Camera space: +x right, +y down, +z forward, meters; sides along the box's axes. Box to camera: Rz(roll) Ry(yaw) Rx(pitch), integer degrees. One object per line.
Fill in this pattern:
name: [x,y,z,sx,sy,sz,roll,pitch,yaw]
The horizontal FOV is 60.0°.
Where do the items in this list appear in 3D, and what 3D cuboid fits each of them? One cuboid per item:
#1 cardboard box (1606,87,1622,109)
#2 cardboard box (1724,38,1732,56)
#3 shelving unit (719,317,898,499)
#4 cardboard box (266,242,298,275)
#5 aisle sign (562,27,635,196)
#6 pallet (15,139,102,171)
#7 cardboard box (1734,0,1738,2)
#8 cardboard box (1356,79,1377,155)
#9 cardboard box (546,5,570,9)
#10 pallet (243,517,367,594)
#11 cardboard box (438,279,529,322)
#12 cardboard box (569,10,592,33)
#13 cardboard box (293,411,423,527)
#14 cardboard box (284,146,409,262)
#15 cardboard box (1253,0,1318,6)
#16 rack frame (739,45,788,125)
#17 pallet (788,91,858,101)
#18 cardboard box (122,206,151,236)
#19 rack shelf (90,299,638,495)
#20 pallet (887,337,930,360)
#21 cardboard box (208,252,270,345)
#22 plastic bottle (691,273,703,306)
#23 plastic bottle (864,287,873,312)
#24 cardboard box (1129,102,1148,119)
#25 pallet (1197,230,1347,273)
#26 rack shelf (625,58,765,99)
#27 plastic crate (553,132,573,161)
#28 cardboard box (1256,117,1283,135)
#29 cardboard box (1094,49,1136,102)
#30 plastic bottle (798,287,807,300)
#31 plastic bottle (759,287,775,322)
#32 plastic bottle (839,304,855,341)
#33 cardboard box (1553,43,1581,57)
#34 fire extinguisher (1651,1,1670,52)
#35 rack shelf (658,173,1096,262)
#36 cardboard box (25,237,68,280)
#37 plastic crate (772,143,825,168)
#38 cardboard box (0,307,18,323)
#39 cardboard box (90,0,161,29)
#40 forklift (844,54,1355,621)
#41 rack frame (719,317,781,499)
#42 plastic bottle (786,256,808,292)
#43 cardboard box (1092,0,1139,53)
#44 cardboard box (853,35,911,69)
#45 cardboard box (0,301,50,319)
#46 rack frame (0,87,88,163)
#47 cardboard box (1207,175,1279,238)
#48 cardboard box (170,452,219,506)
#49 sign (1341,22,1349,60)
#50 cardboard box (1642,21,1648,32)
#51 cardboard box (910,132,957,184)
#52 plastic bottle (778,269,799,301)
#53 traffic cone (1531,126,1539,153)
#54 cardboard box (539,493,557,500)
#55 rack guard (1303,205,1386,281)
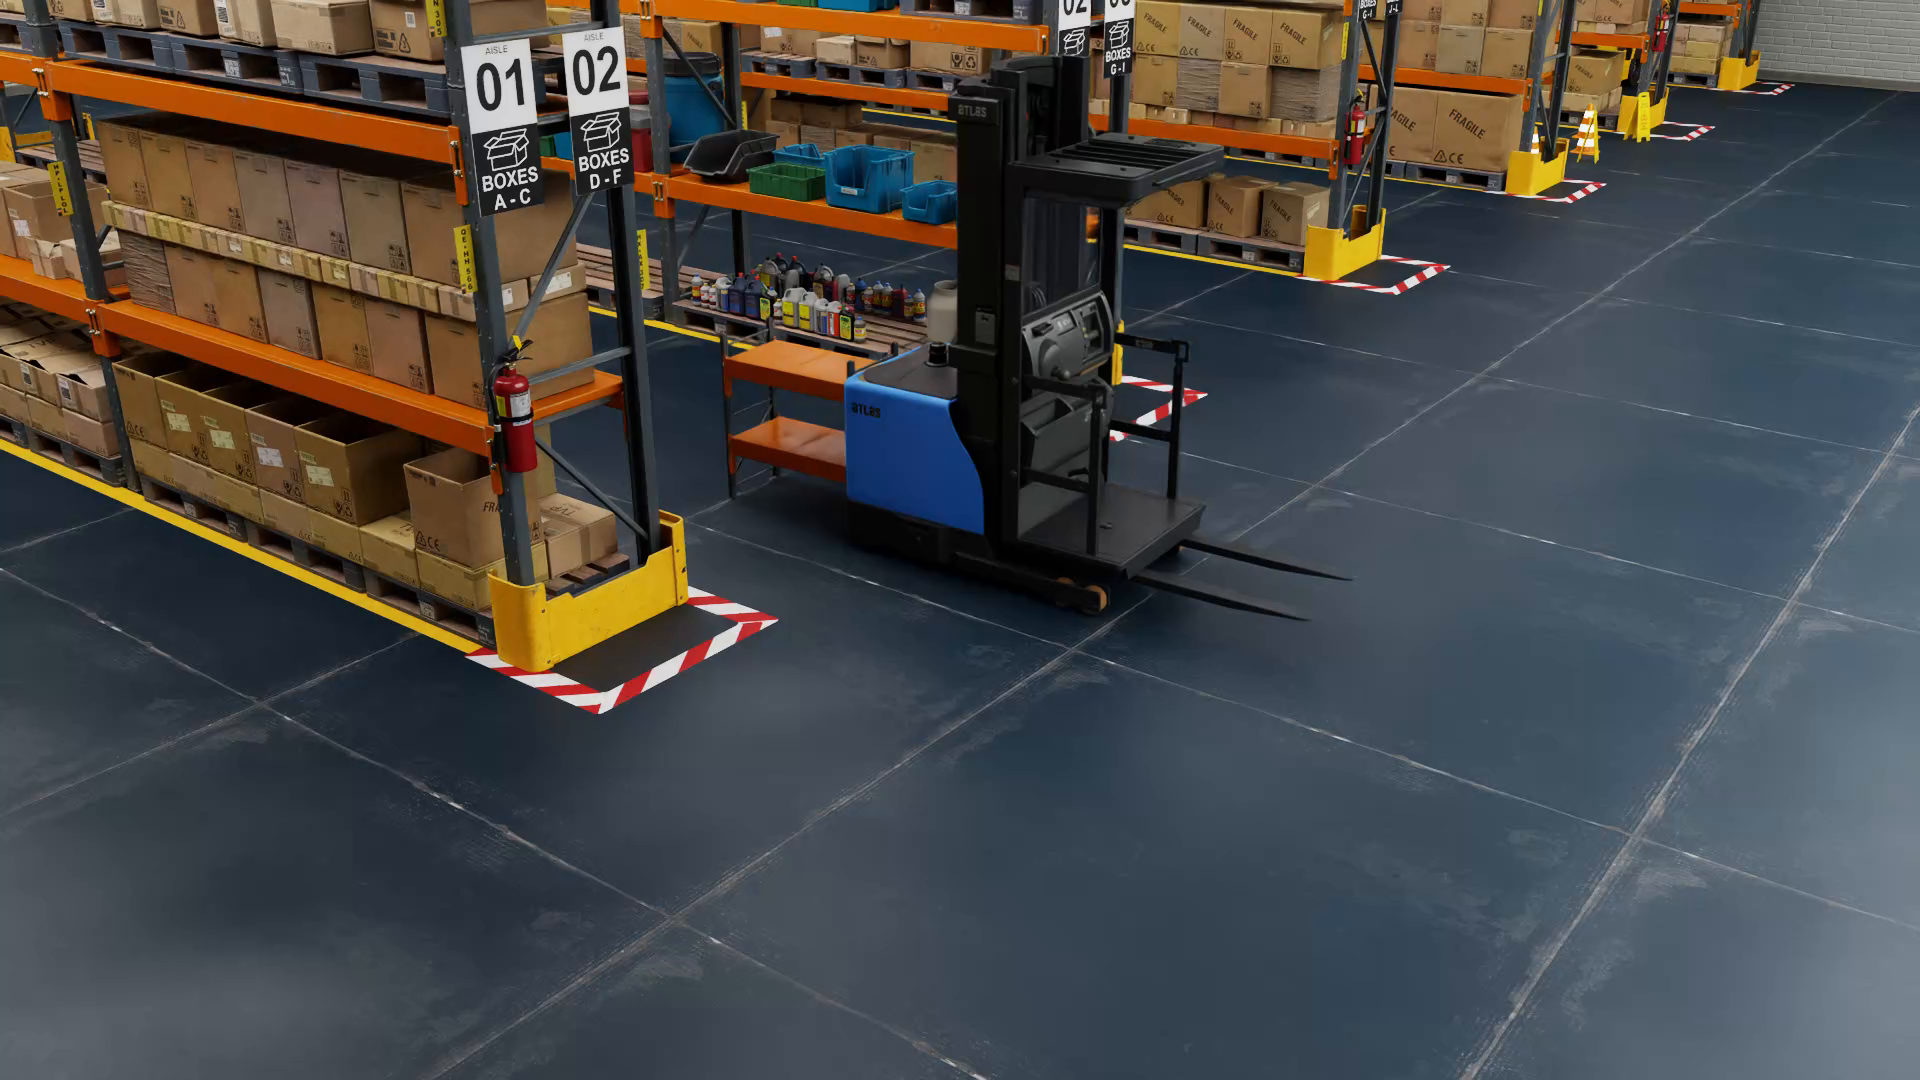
cardboard box: [9.352,-6.504,24.358,0.500,0.250,0.500,17,29,33]
cardboard box: [12.554,-8.231,27.659,0.500,0.250,0.500,17,29,34]
shelving unit: [-0.962,-0.762,10.763,1.048,1.125,0.538,15,28,30]
cardboard box: [-3.718,-1.641,9.504,0.250,0.149,0.380,16,29,33]
aisle sign: [-1.820,-2.165,8.399,0.004,0.787,0.394,17,29,33]
pallet: [-11.249,-4.871,21.222,1.213,0.211,1.003,17,29,33]
cardboard box: [12.576,-9.143,27.335,0.500,0.500,0.500,18,29,35]
cardboard box: [4.928,-5.460,21.214,0.875,0.875,0.875,17,29,34]
cardboard box: [-5.198,-7.343,22.006,0.637,0.503,0.797,16,28,32]
pallet: [-3.665,-0.083,10.356,1.213,0.211,1.003,17,29,33]
cardboard box: [-2.476,-1.266,8.654,0.250,0.149,0.380,16,29,32]
cardboard box: [-4.693,-6.601,21.567,0.500,0.500,0.500,16,28,32]
cardboard box: [-3.473,-0.441,9.668,0.500,0.500,0.500,17,29,33]
cardboard box: [-3.292,-1.909,9.308,0.500,0.500,0.700,17,29,33]
cardboard box: [3.216,-5.072,16.486,0.500,0.500,0.500,17,29,33]
rack frame: [-2.513,-6.023,20.377,0.127,3.000,1.000,17,29,33]
pallet: [-2.035,-7.102,26.285,1.213,0.211,1.003,17,29,33]
cardboard box: [-4.957,-2.014,10.352,0.250,0.149,0.380,17,29,34]
rack shelf: [-3.656,-1.047,9.978,4.000,0.370,1.077,17,29,33]
pallet: [0.182,-1.415,13.379,1.213,0.211,1.003,17,29,33]
cardboard box: [-4.073,-1.552,10.108,0.500,0.500,0.700,17,29,34]
plastic bottle: [-2.291,-2.192,14.521,0.097,0.271,0.097,0,24,0]
plastic bottle: [-0.780,-2.081,14.356,0.097,0.201,0.097,0,24,0]
cardboard box: [1.887,-4.433,17.081,0.250,0.149,0.380,17,29,33]
pallet: [3.199,-3.038,17.062,1.213,0.211,1.003,17,29,33]
rack shelf: [-4.114,-6.177,21.620,4.000,0.370,1.077,17,29,33]
plastic crate: [-3.352,-3.616,14.936,0.575,0.384,0.392,17,29,33]
cardboard box: [3.106,-4.080,16.280,0.250,0.149,0.380,17,29,33]
cardboard box: [1.850,-4.888,17.309,0.500,0.500,0.875,17,29,33]
plastic bottle: [-1.326,-1.988,14.054,0.135,0.276,0.152,17,29,33]
plastic bottle: [-1.628,-1.987,14.043,0.133,0.283,0.061,18,30,36]
plastic bottle: [-0.919,-1.773,13.557,0.133,0.283,0.061,18,29,35]
cardboard box: [8.700,-7.036,23.832,0.250,0.149,0.380,18,29,35]
fire extinguisher: [9.647,-7.074,22.859,0.183,0.674,0.296,17,29,33]
rack shelf: [-0.683,-2.644,13.603,4.000,0.370,1.077,17,29,33]
cardboard box: [-6.070,-1.952,11.305,0.258,0.266,0.396,16,28,32]
plastic crate: [-1.235,-3.209,14.177,0.616,0.251,0.499,17,29,33]
cardboard box: [-7.382,-1.548,12.416,0.500,0.311,0.500,16,28,32]
cardboard box: [-4.580,-3.111,9.465,0.500,0.311,0.500,15,28,30]
forklift: [0.795,-1.159,9.423,3.031,2.935,1.130,15,28,30]
rack frame: [-1.385,-0.875,11.020,0.032,1.125,0.500,15,28,30]
plastic bottle: [-1.441,-2.337,14.753,0.185,0.351,0.144,15,28,31]
cardboard box: [1.696,-5.262,16.919,0.500,0.500,0.500,17,29,33]
cardboard box: [-0.755,-5.684,18.960,0.637,0.503,0.797,20,31,38]
cardboard box: [-7.069,-1.724,12.815,0.500,0.311,0.500,17,29,33]
rack frame: [-11.885,-6.359,21.141,0.127,3.000,1.000,17,29,33]
cardboard box: [2.900,-3.426,17.064,0.500,0.500,0.500,-17,29,-34]
cardboard box: [-4.670,-0.461,10.645,0.500,0.250,0.500,17,29,33]
sign: [3.539,-4.588,15.294,0.005,0.325,0.100,17,29,33]
cardboard box: [9.684,-7.319,23.632,0.250,0.149,0.380,17,29,33]
cardboard box: [-0.161,-4.390,19.226,0.500,0.500,0.700,17,29,33]
plastic bottle: [-1.510,-2.249,14.646,0.135,0.276,0.152,17,29,33]
traffic cone: [7.371,-5.089,21.406,0.334,0.463,0.336,17,29,33]
cardboard box: [-2.754,-0.148,9.933,0.500,0.250,0.500,17,29,33]
rack guard: [3.827,-2.962,16.532,0.348,0.500,1.175,17,29,33]
